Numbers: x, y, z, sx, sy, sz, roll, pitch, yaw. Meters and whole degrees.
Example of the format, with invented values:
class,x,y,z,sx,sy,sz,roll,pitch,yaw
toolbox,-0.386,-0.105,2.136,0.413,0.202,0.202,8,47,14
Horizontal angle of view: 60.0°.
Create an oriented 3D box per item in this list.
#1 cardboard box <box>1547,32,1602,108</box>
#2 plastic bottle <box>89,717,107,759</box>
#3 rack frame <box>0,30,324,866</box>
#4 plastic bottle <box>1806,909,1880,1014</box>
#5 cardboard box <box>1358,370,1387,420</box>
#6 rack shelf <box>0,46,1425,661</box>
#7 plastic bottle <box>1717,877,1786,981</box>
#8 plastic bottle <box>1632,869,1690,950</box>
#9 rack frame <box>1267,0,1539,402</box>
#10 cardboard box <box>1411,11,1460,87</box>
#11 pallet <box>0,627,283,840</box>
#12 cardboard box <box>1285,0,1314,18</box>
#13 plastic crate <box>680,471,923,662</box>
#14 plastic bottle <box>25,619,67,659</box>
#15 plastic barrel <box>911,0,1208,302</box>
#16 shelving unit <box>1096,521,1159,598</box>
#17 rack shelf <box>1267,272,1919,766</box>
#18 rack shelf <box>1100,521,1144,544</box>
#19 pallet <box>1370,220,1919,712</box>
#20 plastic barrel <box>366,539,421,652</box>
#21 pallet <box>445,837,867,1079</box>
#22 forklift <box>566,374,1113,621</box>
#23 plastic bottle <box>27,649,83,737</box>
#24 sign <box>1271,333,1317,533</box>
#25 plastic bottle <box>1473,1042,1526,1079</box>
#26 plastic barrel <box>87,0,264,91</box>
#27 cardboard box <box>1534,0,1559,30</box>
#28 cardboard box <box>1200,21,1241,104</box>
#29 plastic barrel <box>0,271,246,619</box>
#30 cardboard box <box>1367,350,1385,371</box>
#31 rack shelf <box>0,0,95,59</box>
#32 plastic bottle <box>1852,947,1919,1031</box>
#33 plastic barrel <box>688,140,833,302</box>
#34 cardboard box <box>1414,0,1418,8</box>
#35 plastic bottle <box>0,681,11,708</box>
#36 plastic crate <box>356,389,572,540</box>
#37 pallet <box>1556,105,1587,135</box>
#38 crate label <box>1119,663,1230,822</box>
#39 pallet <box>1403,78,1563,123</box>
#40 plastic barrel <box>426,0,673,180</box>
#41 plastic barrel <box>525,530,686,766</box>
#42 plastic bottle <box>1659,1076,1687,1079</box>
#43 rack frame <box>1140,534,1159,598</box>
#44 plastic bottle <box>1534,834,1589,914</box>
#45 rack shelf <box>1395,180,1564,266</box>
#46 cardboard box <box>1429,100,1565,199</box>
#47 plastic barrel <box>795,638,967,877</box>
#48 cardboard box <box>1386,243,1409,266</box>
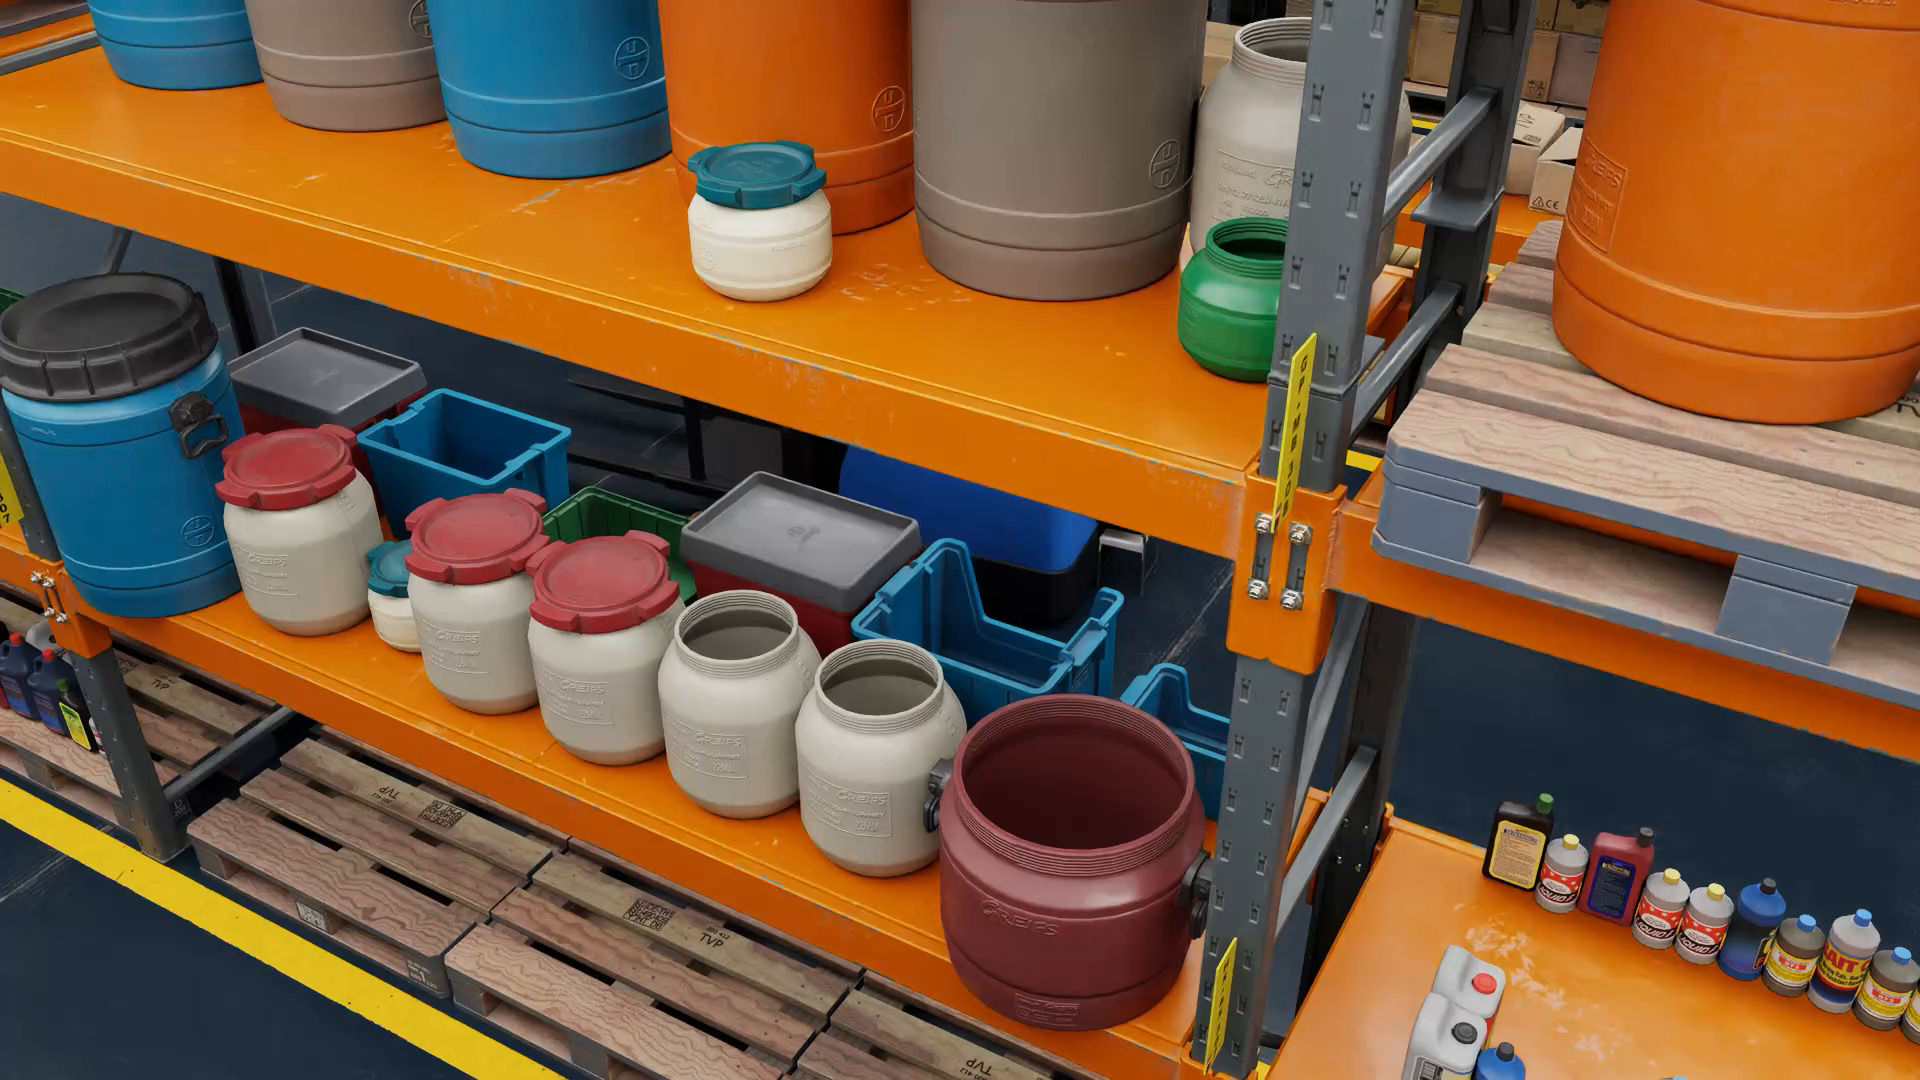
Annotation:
class,x,y,z,sx,sy,sz,roll,pitch,yaw
cardboard box,4.681,-3.512,12.176,0.500,0.500,0.700,18,37,24
plastic bottle,-3.137,0.701,6.119,0.097,0.201,0.097,0,34,0
rack frame,-2.667,-0.331,5.541,0.127,3.000,1.000,18,37,24
plastic bottle,1.998,0.939,3.749,0.097,0.271,0.097,0,34,0
cardboard box,2.239,-0.811,8.364,0.500,0.250,0.500,17,37,24
rack shelf,-0.931,-0.730,4.083,4.000,0.370,1.077,18,37,24
plastic bottle,1.829,0.886,3.829,0.097,0.271,0.097,0,34,0
plastic bottle,1.660,0.862,3.929,0.097,0.201,0.097,0,34,0
rack frame,0.805,-1.728,2.226,0.127,3.000,1.000,18,37,24
cardboard box,3.792,-3.769,12.562,0.500,0.500,0.700,18,38,25
pallet,-3.230,0.625,6.621,1.213,0.211,1.003,18,37,24
cardboard box,2.896,-4.047,12.979,0.500,0.500,0.700,19,38,26
plastic crate,-0.446,0.151,4.760,0.583,0.464,0.402,18,37,24
plastic bottle,-3.485,0.450,6.428,0.135,0.276,0.152,18,37,24
plastic barrel,0.200,-1.019,3.415,0.600,0.901,0.600,0,34,0
shelving unit,0.751,-0.202,7.242,0.210,0.900,0.258,13,36,19
rack shelf,2.542,0.370,2.431,4.000,0.370,1.077,18,37,24
rack shelf,0.751,-0.100,7.310,0.200,0.077,0.258,13,36,19
pallet,1.421,-0.144,2.723,1.213,0.211,1.003,18,37,24
plastic barrel,-1.594,0.164,4.922,0.301,0.262,0.301,0,34,0
pallet,-0.903,1.362,5.515,1.213,0.211,1.003,18,37,24
forklift,-0.747,-1.394,7.200,3.031,2.935,1.130,13,36,19
plastic bottle,-3.370,0.550,6.211,0.185,0.351,0.144,17,37,23
sign,0.539,-0.169,2.686,0.005,0.325,0.100,18,37,24
plastic bottle,1.108,1.142,3.445,0.097,0.271,0.097,0,34,0
plastic barrel,-2.118,-1.753,4.517,0.708,0.901,0.600,18,37,24
cardboard box,4.157,-3.952,12.161,0.500,0.250,0.500,17,37,24
cardboard box,1.345,-2.254,8.338,0.500,0.500,0.500,18,38,24
plastic barrel,-2.482,-0.288,5.024,0.708,0.901,0.600,18,37,24
cardboard box,2.235,-1.043,8.206,0.500,0.311,0.500,17,37,24
rack shelf,-4.404,-1.830,5.735,4.000,0.370,1.077,18,37,24
plastic bottle,2.082,0.995,3.728,0.097,0.201,0.097,0,34,0
plastic barrel,-0.415,-0.659,3.452,0.301,0.262,0.301,0,34,0
cardboard box,3.280,-4.240,12.592,0.500,0.250,0.500,17,37,23
plastic bottle,-3.698,0.500,6.346,0.133,0.283,0.061,20,39,27
plastic crate,-1.555,-0.171,5.315,0.575,0.384,0.392,18,37,24
pallet,5.043,-3.054,12.145,1.213,0.211,1.003,18,37,24
crate label,0.626,0.542,4.380,0.416,0.233,0.303,18,37,24
pallet,3.988,-3.390,12.650,1.213,0.211,1.003,18,37,24
plastic barrel,-0.983,-1.393,3.977,0.708,0.901,0.600,18,37,24
plastic barrel,-0.933,0.302,4.468,0.433,0.535,0.433,0,34,0
plastic bottle,1.468,1.188,3.439,0.097,0.201,0.097,0,34,0
rack frame,0.845,-0.180,7.209,0.006,0.900,0.240,13,36,19
plastic bottle,1.459,0.798,4.024,0.097,0.201,0.097,0,34,0
rack shelf,1.530,-1.864,8.492,4.000,0.370,1.077,18,37,24
cardboard box,2.586,-1.916,8.001,0.500,0.311,0.500,17,37,24
plastic barrel,-0.194,0.542,4.129,0.421,0.512,0.421,0,34,0
cardboard box,2.056,-1.445,8.809,0.500,0.311,0.500,17,37,23
